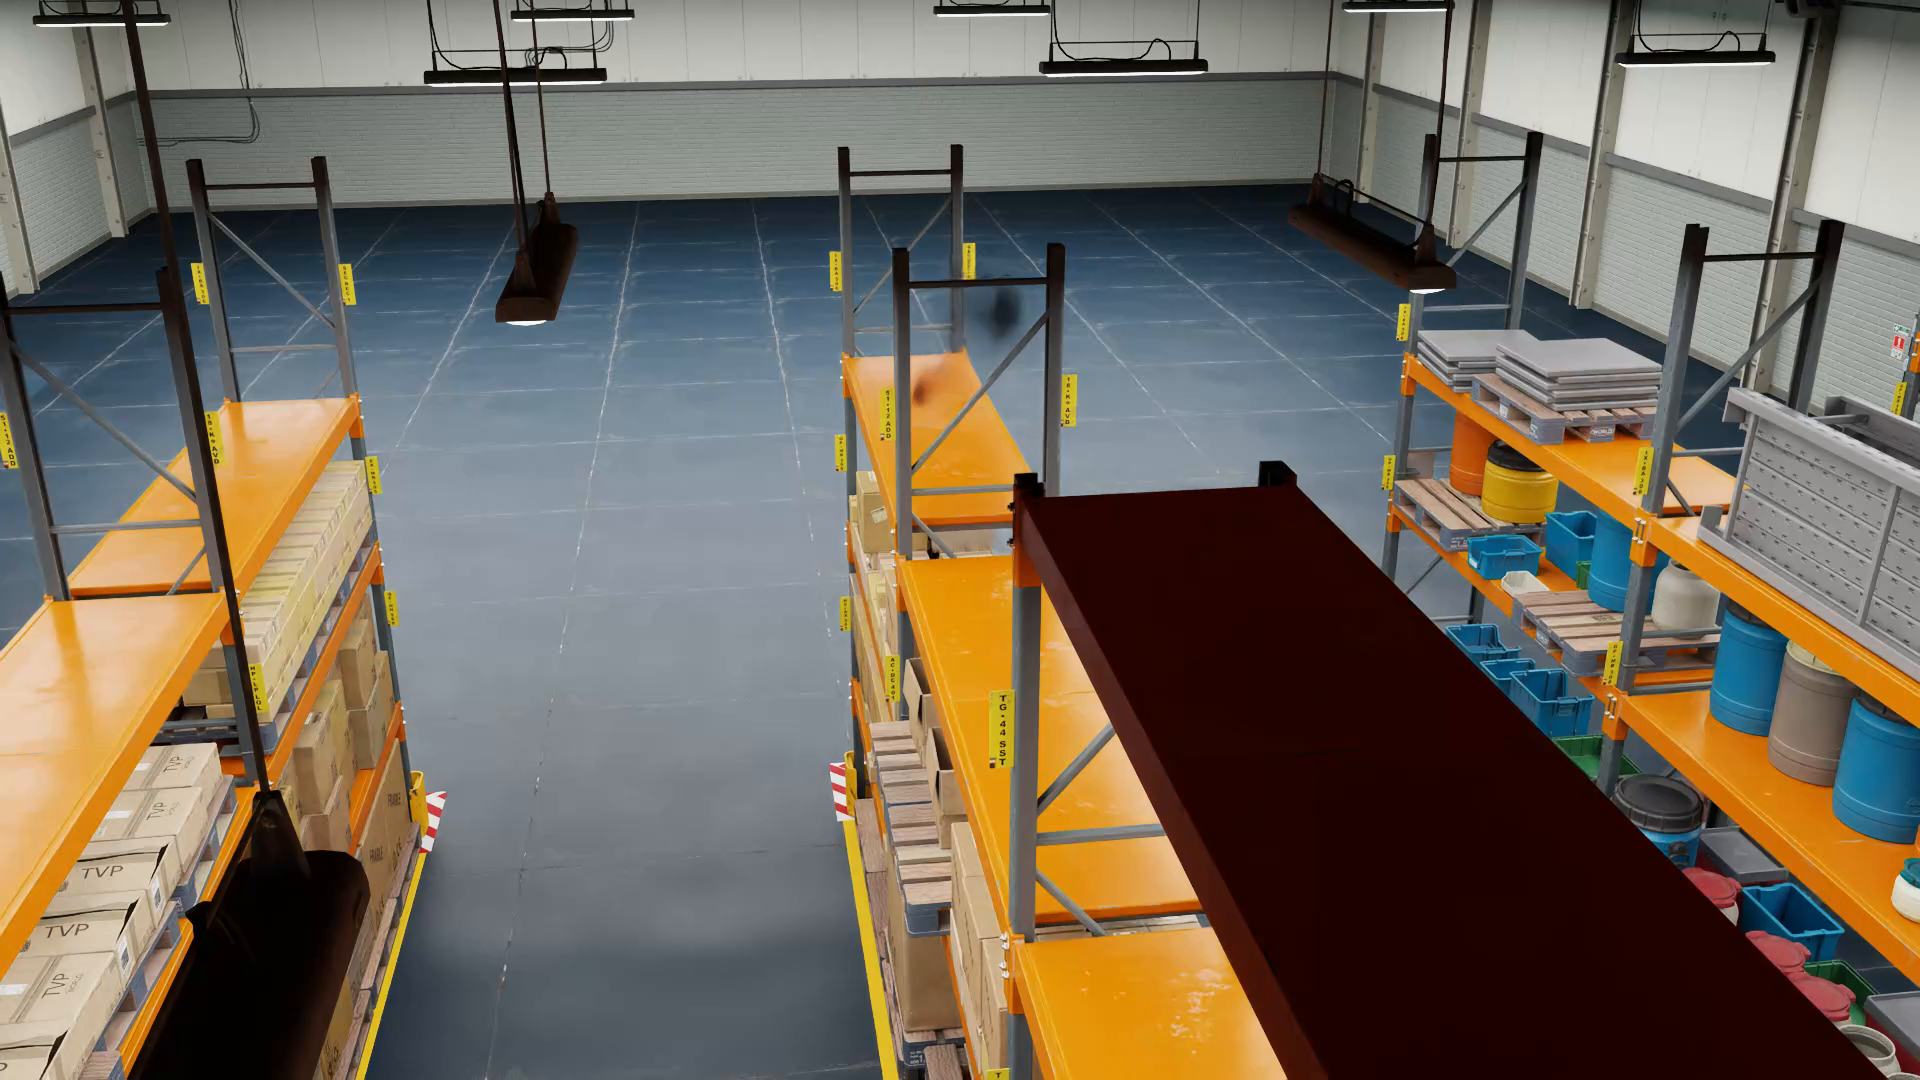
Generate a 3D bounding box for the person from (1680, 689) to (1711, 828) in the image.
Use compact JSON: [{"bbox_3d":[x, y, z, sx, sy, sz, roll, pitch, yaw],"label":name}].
[{"bbox_3d":[6.635,1.778,14.933,0.552,1.637,0.541,-4,22,-11],"label":"person"}]
